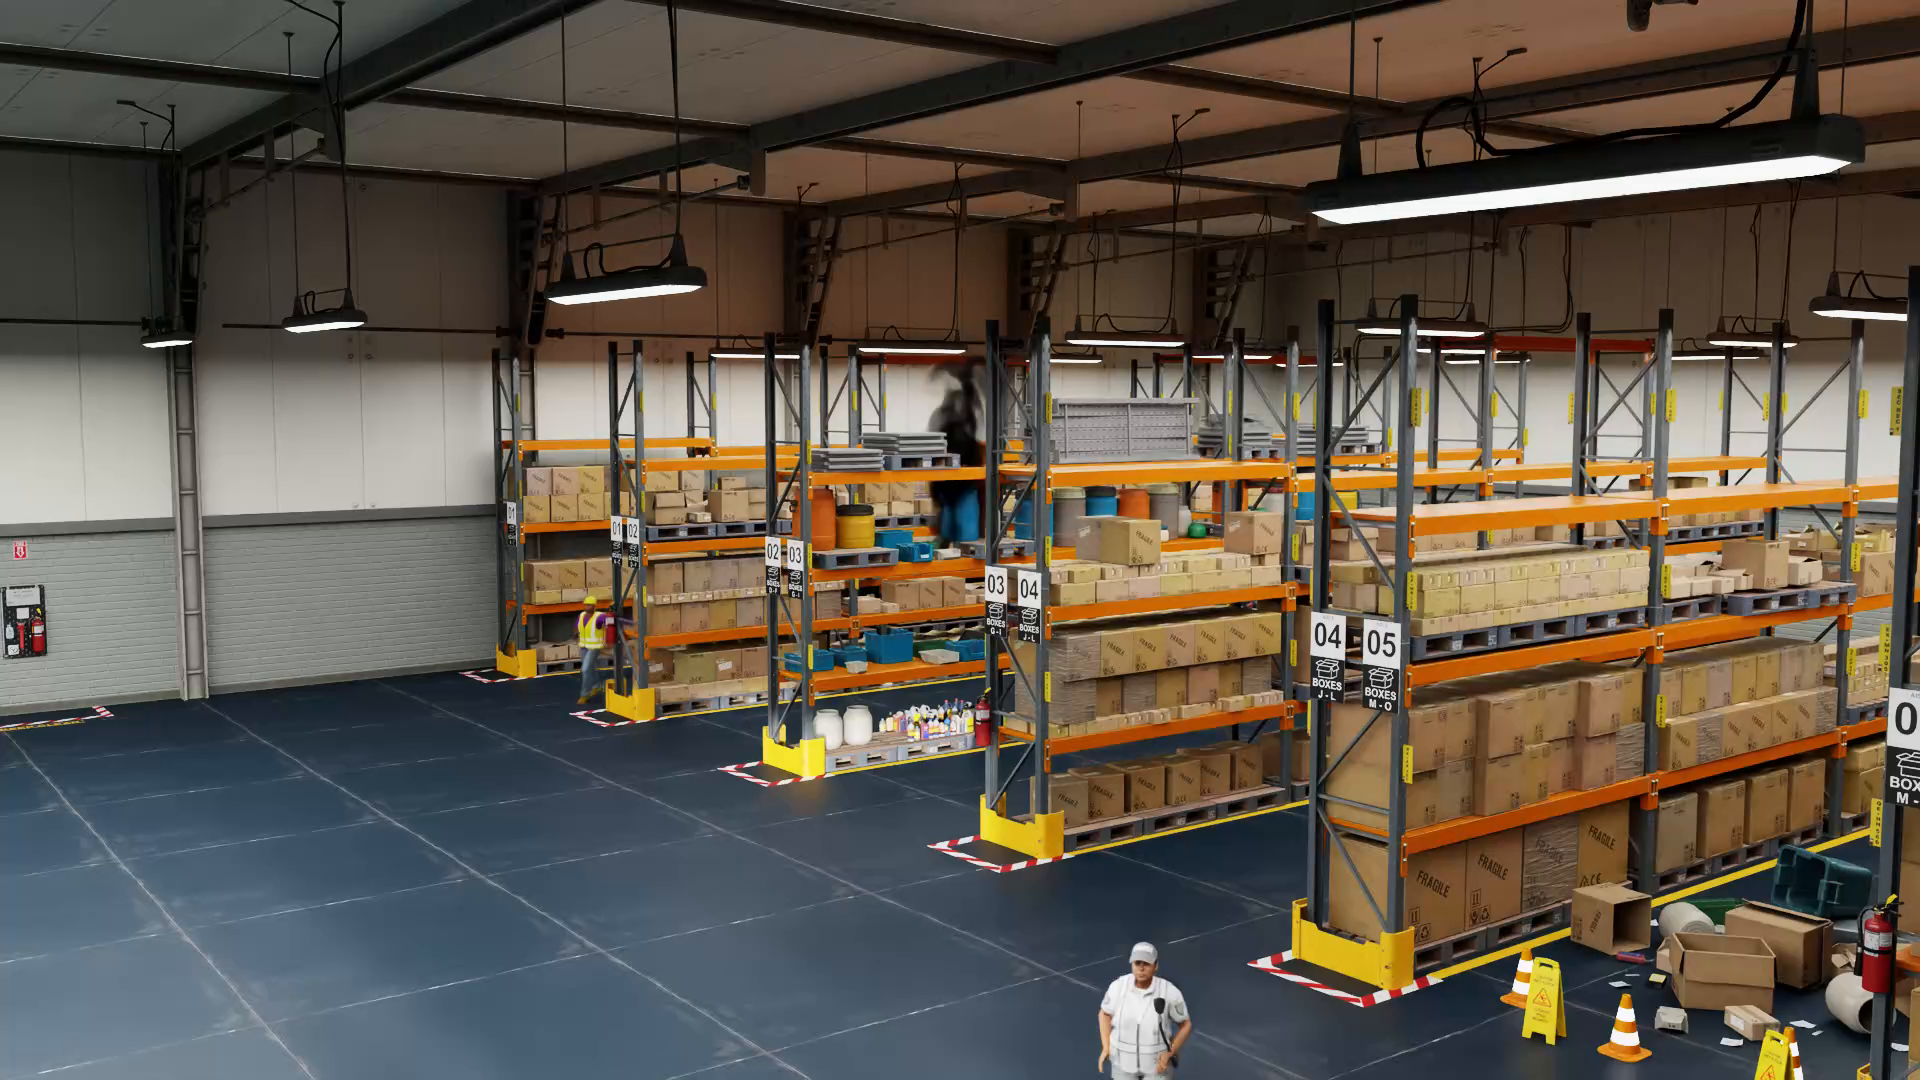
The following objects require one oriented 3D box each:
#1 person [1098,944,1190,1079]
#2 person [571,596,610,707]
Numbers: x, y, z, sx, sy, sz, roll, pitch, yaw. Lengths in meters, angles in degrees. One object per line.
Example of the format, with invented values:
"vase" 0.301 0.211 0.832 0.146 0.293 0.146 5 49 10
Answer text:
"person" 1.176 3.423 10.775 0.617 1.629 0.552 1 5 14
"person" -6.198 1.835 27.831 0.738 1.806 0.854 3 6 28
